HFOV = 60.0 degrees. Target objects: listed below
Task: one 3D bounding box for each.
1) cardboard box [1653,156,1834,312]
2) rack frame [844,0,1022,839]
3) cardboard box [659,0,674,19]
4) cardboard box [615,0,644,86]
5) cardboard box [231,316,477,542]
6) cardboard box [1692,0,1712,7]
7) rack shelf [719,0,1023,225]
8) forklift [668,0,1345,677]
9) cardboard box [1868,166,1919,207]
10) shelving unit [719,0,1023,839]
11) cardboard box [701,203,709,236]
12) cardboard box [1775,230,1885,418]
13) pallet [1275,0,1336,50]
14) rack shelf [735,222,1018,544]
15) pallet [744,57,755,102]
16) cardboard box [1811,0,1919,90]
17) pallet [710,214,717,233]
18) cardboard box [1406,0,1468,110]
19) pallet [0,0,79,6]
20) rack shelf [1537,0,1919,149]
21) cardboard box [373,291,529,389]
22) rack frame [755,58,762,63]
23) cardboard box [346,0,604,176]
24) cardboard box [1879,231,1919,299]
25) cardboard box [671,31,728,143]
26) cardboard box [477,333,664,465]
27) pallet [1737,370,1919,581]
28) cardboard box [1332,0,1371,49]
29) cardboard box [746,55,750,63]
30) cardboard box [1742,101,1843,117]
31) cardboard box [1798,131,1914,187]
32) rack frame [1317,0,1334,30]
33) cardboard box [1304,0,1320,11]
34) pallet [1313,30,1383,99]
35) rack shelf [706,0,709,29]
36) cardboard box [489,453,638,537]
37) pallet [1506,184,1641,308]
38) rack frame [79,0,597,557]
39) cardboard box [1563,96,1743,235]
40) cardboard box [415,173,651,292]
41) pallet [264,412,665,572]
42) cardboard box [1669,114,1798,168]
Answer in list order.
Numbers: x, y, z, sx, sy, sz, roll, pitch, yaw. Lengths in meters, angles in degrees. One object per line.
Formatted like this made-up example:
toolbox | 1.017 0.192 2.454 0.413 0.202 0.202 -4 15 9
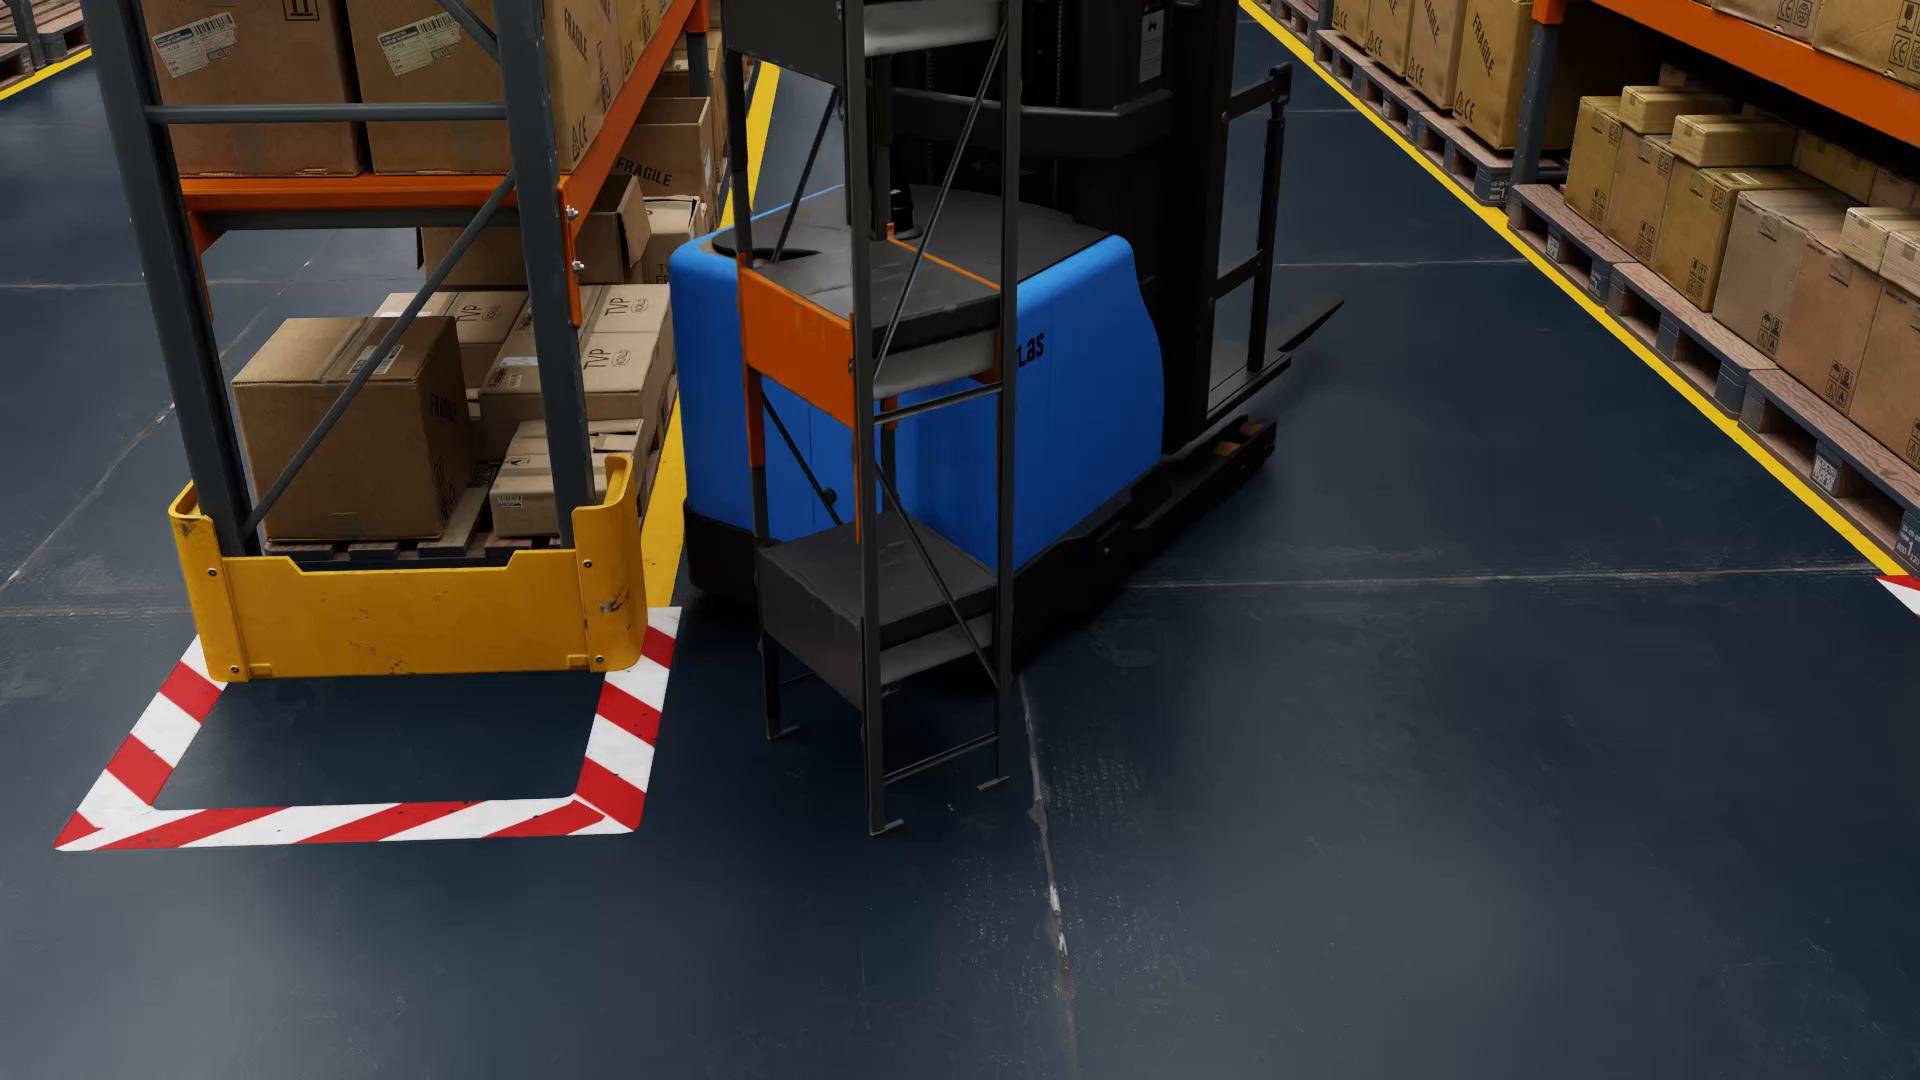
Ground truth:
cardboard box | 3.245 -1.230 6.614 0.700 0.500 0.500 -1 28 -1
rack frame | -0.046 -0.285 3.526 0.400 2.100 0.015 -18 33 -31
cardboard box | -1.346 -2.192 6.102 0.500 0.500 0.500 -1 28 -1
cardboard box | -1.292 -1.726 5.208 0.500 0.500 0.500 -1 28 -3
cardboard box | -1.751 -0.333 4.871 0.500 0.500 0.500 -1 28 -3
cardboard box | 3.306 -2.514 6.503 0.980 0.700 0.700 -2 28 -4
rack shelf | -0.187 -0.986 3.385 0.431 0.518 0.480 -18 33 -31
forklift | 0.429 -1.572 5.095 1.130 2.935 3.031 17 32 29
cardboard box | 3.486 -1.223 5.898 0.380 0.149 0.250 -1 28 -2
shelving unit | -0.187 -0.377 3.703 0.431 2.100 0.503 -18 33 -31
cardboard box | -1.293 -1.351 7.204 0.380 0.149 0.250 -1 28 -3
cardboard box | 3.308 -0.752 5.697 0.700 0.500 0.500 -1 28 -3
pallet | 3.013 -3.941 12.578 1.003 0.211 1.213 -1 28 -3
rack shelf | -0.187 -0.365 3.709 0.431 0.518 0.480 -18 33 -31
pallet | -1.893 -3.113 10.991 1.003 0.211 1.213 -1 28 -3
cardboard box | 3.384 -1.826 5.183 0.980 0.700 0.700 -2 28 -3
pallet | -1.651 -1.294 7.504 1.003 0.211 1.213 -1 28 -3
cardboard box | 3.048 -2.910 9.456 0.750 0.750 0.750 -1 28 -1
pallet | -6.903 -4.262 13.193 1.003 0.211 1.213 -1 28 -3
rack shelf | 3.366 -1.727 6.095 1.077 0.370 4.000 -1 28 -3
cardboard box | -1.771 -0.661 5.772 0.500 0.250 0.500 -1 28 -3
rack frame | -1.894 -4.695 11.009 1.000 3.000 0.127 -1 28 -3
cardboard box | -1.236 -1.256 4.307 0.500 0.500 0.500 -1 28 -2
cardboard box | 3.145 -0.863 5.209 0.380 0.149 0.250 -2 28 -3
cardboard box | -1.506 -2.410 8.855 0.500 0.500 0.500 -1 28 -2
cardboard box | -1.248 -0.466 5.397 0.500 0.250 0.500 -1 28 -3
pallet | 3.350 -0.253 5.507 1.003 0.211 1.213 -1 28 -3
cardboard box | 2.960 -3.707 10.984 0.750 0.750 0.750 -2 28 -3
cardboard box | -1.611 -3.356 10.668 0.500 0.500 0.500 0 28 -1
cardboard box | 3.433 -1.694 6.801 0.380 0.149 0.250 -2 28 -4
cardboard box | 3.459 -1.458 6.349 0.380 0.149 0.250 -2 28 -4
rack frame | 3.052 -4.817 11.241 1.000 3.000 0.127 -1 28 -3
cardboard box | 2.963 -4.235 12.353 0.700 0.500 0.500 -1 28 -2
pallet | 3.018 -3.214 11.185 1.003 0.211 1.213 -1 28 -3
rack shelf | -1.790 -3.453 9.404 1.077 0.370 4.000 -1 28 -3
cardboard box | -1.155 -0.133 4.869 0.380 0.149 0.250 -1 28 -3
pallet | 3.223 -1.380 7.667 1.003 0.211 1.213 -1 28 -3
rack frame | -1.477 -1.001 3.925 1.000 3.000 0.127 -1 28 -3
cardboard box | 3.198 -1.699 7.514 0.700 0.500 0.500 -1 28 -2
cardboard box | -1.582 -1.069 6.279 0.797 0.503 0.637 -1 28 -3
pallet | -1.523 -0.167 5.343 1.003 0.211 1.213 -1 28 -3
cardboard box | 3.061 -1.583 6.590 0.380 0.149 0.250 -2 28 -4
